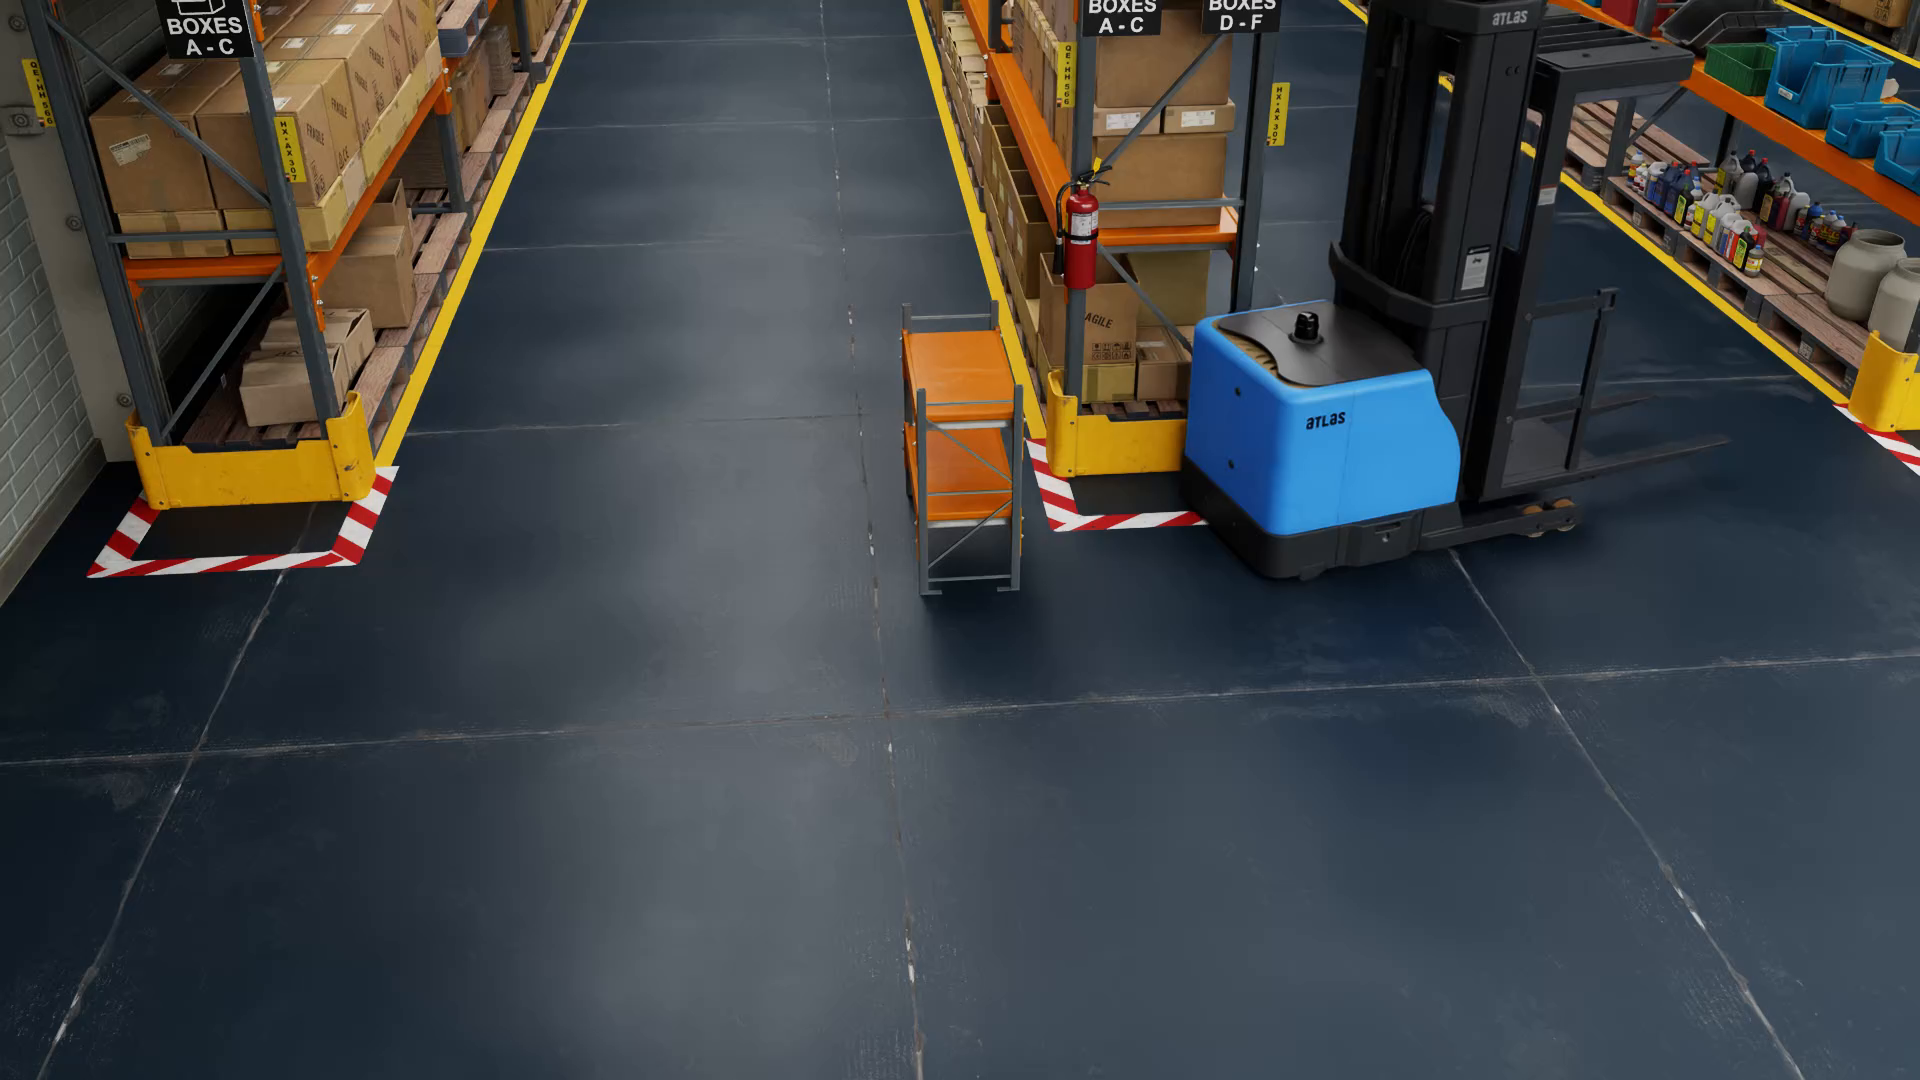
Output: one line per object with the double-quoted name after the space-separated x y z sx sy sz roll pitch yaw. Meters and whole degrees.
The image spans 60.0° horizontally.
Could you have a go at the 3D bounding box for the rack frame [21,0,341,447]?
-3.848 -1.526 8.380 1.000 3.000 0.127 -3 31 -5 "rack frame"

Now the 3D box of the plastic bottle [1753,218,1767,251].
5.518 -2.076 11.520 0.061 0.283 0.133 -3 31 -5 "plastic bottle"

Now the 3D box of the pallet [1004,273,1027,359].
0.860 -1.578 11.186 1.003 0.211 1.213 -3 31 -5 "pallet"

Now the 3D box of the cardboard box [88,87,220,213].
-4.103 -2.023 8.607 0.500 0.500 0.500 -3 31 -5 "cardboard box"

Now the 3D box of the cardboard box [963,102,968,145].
0.289 -3.525 13.998 0.500 0.250 0.500 -2 31 -3 "cardboard box"

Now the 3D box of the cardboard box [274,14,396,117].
-3.731 -2.830 9.959 0.500 0.500 0.500 -2 31 -3 "cardboard box"

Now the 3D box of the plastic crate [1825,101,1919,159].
5.616 -2.510 10.172 0.499 0.251 0.408 -3 31 -5 "plastic crate"

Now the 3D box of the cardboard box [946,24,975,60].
0.151 -4.541 15.153 0.500 0.311 0.500 -3 31 -6 "cardboard box"

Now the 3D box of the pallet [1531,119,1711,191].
5.530 -3.245 13.977 1.003 0.211 1.213 -3 31 -5 "pallet"

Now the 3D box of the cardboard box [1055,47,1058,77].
0.762 -2.800 9.782 0.380 0.149 0.250 -2 31 -3 "cardboard box"

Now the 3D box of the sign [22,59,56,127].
-4.402 -2.143 7.975 0.100 0.325 0.005 -3 31 -5 "sign"

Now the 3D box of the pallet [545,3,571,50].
-4.705 -5.441 17.654 1.003 0.211 1.213 -3 31 -5 "pallet"

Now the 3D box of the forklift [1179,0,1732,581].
2.764 -1.513 8.424 3.031 2.935 1.130 -11 33 -18 "forklift"

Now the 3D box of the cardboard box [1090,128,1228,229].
1.053 -2.047 9.155 0.700 0.500 0.500 -3 31 -5 "cardboard box"

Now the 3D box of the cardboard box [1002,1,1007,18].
0.445 -4.190 12.971 0.396 0.266 0.258 -3 31 -6 "cardboard box"

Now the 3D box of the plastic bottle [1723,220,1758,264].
5.412 -2.067 11.513 0.152 0.276 0.135 -3 31 -4 "plastic bottle"

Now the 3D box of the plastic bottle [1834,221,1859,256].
6.154 -2.081 11.528 0.061 0.283 0.133 -2 31 -4 "plastic bottle"

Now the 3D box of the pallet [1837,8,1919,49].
10.201 -5.532 17.805 1.003 0.211 1.213 -3 31 -5 "pallet"

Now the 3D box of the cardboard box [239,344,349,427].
-3.823 -0.918 9.555 0.500 0.311 0.500 -6 31 -10 "cardboard box"

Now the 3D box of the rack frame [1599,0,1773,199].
5.642 -4.043 12.594 1.000 3.000 0.127 -3 31 -5 "rack frame"

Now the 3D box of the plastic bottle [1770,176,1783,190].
6.064 -2.572 12.350 0.061 0.283 0.133 -1 31 -1 "plastic bottle"

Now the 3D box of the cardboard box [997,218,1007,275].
0.535 -2.045 11.521 0.500 0.250 0.500 -3 31 -5 "cardboard box"

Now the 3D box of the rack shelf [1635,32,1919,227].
5.829 -2.713 11.069 1.077 0.370 4.000 -3 31 -5 "rack shelf"

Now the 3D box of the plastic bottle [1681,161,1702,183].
5.448 -2.670 12.449 0.144 0.351 0.185 -3 31 -5 "plastic bottle"

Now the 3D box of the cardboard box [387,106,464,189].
-4.307 -3.059 12.955 0.700 0.500 0.500 -2 31 -3 "cardboard box"

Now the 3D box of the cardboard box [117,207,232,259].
-4.084 -1.700 8.797 0.500 0.250 0.500 -2 31 -4 "cardboard box"

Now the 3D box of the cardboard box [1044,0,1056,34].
0.899 -3.413 10.176 0.700 0.500 0.500 -3 31 -5 "cardboard box"

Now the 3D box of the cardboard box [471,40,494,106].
-4.544 -4.093 14.685 0.700 0.500 0.500 -3 31 -5 "cardboard box"

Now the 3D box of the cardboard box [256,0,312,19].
-4.300 -3.066 10.353 0.500 0.500 0.500 -2 31 -3 "cardboard box"

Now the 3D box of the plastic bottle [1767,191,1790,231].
5.943 -2.399 12.062 0.061 0.283 0.133 -3 31 -5 "plastic bottle"

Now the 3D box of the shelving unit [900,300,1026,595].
-0.001 -0.486 8.467 0.538 1.125 1.048 -3 31 -5 "shelving unit"

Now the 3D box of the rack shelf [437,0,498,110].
-4.408 -4.281 13.693 1.077 0.370 4.000 -3 31 -5 "rack shelf"

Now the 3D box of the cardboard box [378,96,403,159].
-3.727 -2.518 10.167 0.500 0.250 0.500 -2 31 -4 "cardboard box"

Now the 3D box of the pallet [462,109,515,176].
-4.413 -3.393 14.225 1.003 0.211 1.213 -3 31 -5 "pallet"

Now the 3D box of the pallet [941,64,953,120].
0.375 -4.231 15.627 1.003 0.211 1.213 -3 31 -5 "pallet"

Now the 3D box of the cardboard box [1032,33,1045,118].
0.857 -3.099 10.916 0.700 0.500 0.500 -2 31 -4 "cardboard box"

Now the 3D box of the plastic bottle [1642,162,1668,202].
5.293 -2.715 12.598 0.152 0.276 0.135 -2 31 -3 "plastic bottle"

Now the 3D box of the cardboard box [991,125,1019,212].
0.496 -2.623 11.757 0.500 0.500 0.500 -3 31 -5 "cardboard box"

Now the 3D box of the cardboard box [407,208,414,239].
-4.142 -2.269 11.958 0.380 0.166 0.250 -7 32 -11 "cardboard box"

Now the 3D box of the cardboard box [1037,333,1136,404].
0.740 -1.025 9.813 0.500 0.250 0.500 -3 31 -5 "cardboard box"

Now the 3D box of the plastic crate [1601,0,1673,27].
5.292 -4.303 12.967 0.402 0.464 0.583 -3 31 -5 "plastic crate"

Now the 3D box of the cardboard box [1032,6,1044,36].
0.667 -3.325 10.661 0.380 0.149 0.250 -4 31 -6 "cardboard box"

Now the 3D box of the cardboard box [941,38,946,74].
0.093 -4.568 15.745 0.500 0.250 0.500 -3 31 -5 "cardboard box"

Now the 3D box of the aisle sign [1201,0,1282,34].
1.395 -2.863 8.082 0.394 0.787 0.004 -3 31 -5 "aisle sign"

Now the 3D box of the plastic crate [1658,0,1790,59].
5.565 -3.743 12.152 0.767 0.338 0.504 -3 31 -5 "plastic crate"

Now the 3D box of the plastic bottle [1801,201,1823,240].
6.097 -2.289 11.888 0.097 0.271 0.097 0 31 0 "plastic bottle"

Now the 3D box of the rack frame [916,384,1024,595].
0.047 -0.227 8.033 0.500 1.125 0.032 -3 31 -5 "rack frame"

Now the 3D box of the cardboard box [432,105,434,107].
-4.351 -3.606 13.139 0.500 0.250 0.500 -3 31 -6 "cardboard box"

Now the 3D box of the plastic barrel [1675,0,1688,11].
5.908 -4.470 12.820 0.600 0.901 0.708 -3 31 -5 "plastic barrel"

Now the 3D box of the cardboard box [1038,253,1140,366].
0.738 -1.347 9.620 0.500 0.500 0.500 -3 31 -5 "cardboard box"

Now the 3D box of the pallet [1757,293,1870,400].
5.891 -1.255 10.646 1.003 0.211 1.213 -3 31 -5 "pallet"

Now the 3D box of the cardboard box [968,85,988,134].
0.332 -3.507 13.421 0.500 0.311 0.500 -2 31 -3 "cardboard box"

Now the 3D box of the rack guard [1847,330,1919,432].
5.962 -0.964 9.877 1.175 0.500 0.348 -3 31 -5 "rack guard"

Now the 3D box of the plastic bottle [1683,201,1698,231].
5.325 -2.357 12.070 0.097 0.201 0.097 0 31 0 "plastic bottle"
